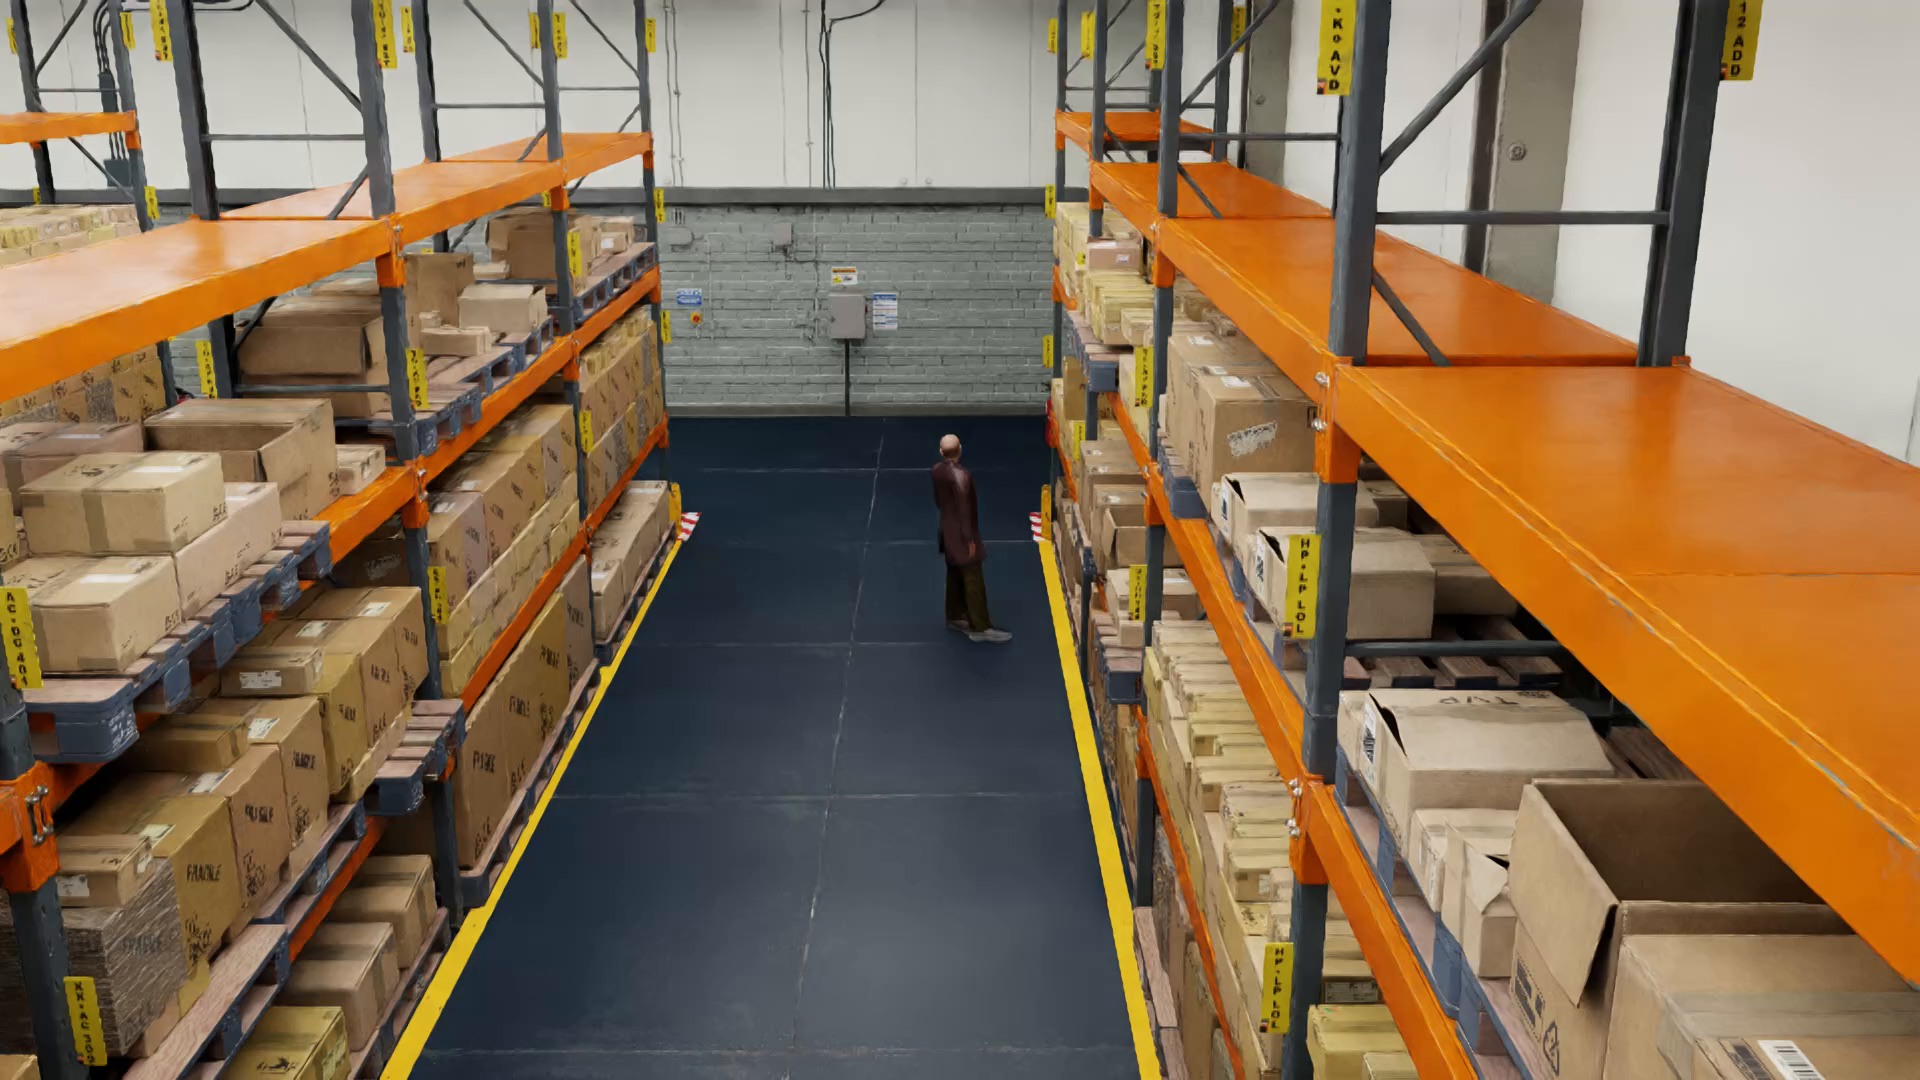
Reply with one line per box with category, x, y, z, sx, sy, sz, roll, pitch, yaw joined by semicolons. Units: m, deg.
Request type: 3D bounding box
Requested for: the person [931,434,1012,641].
person;0.090;-0.029;14.278;0.534;1.786;0.714;-6;18;-20
